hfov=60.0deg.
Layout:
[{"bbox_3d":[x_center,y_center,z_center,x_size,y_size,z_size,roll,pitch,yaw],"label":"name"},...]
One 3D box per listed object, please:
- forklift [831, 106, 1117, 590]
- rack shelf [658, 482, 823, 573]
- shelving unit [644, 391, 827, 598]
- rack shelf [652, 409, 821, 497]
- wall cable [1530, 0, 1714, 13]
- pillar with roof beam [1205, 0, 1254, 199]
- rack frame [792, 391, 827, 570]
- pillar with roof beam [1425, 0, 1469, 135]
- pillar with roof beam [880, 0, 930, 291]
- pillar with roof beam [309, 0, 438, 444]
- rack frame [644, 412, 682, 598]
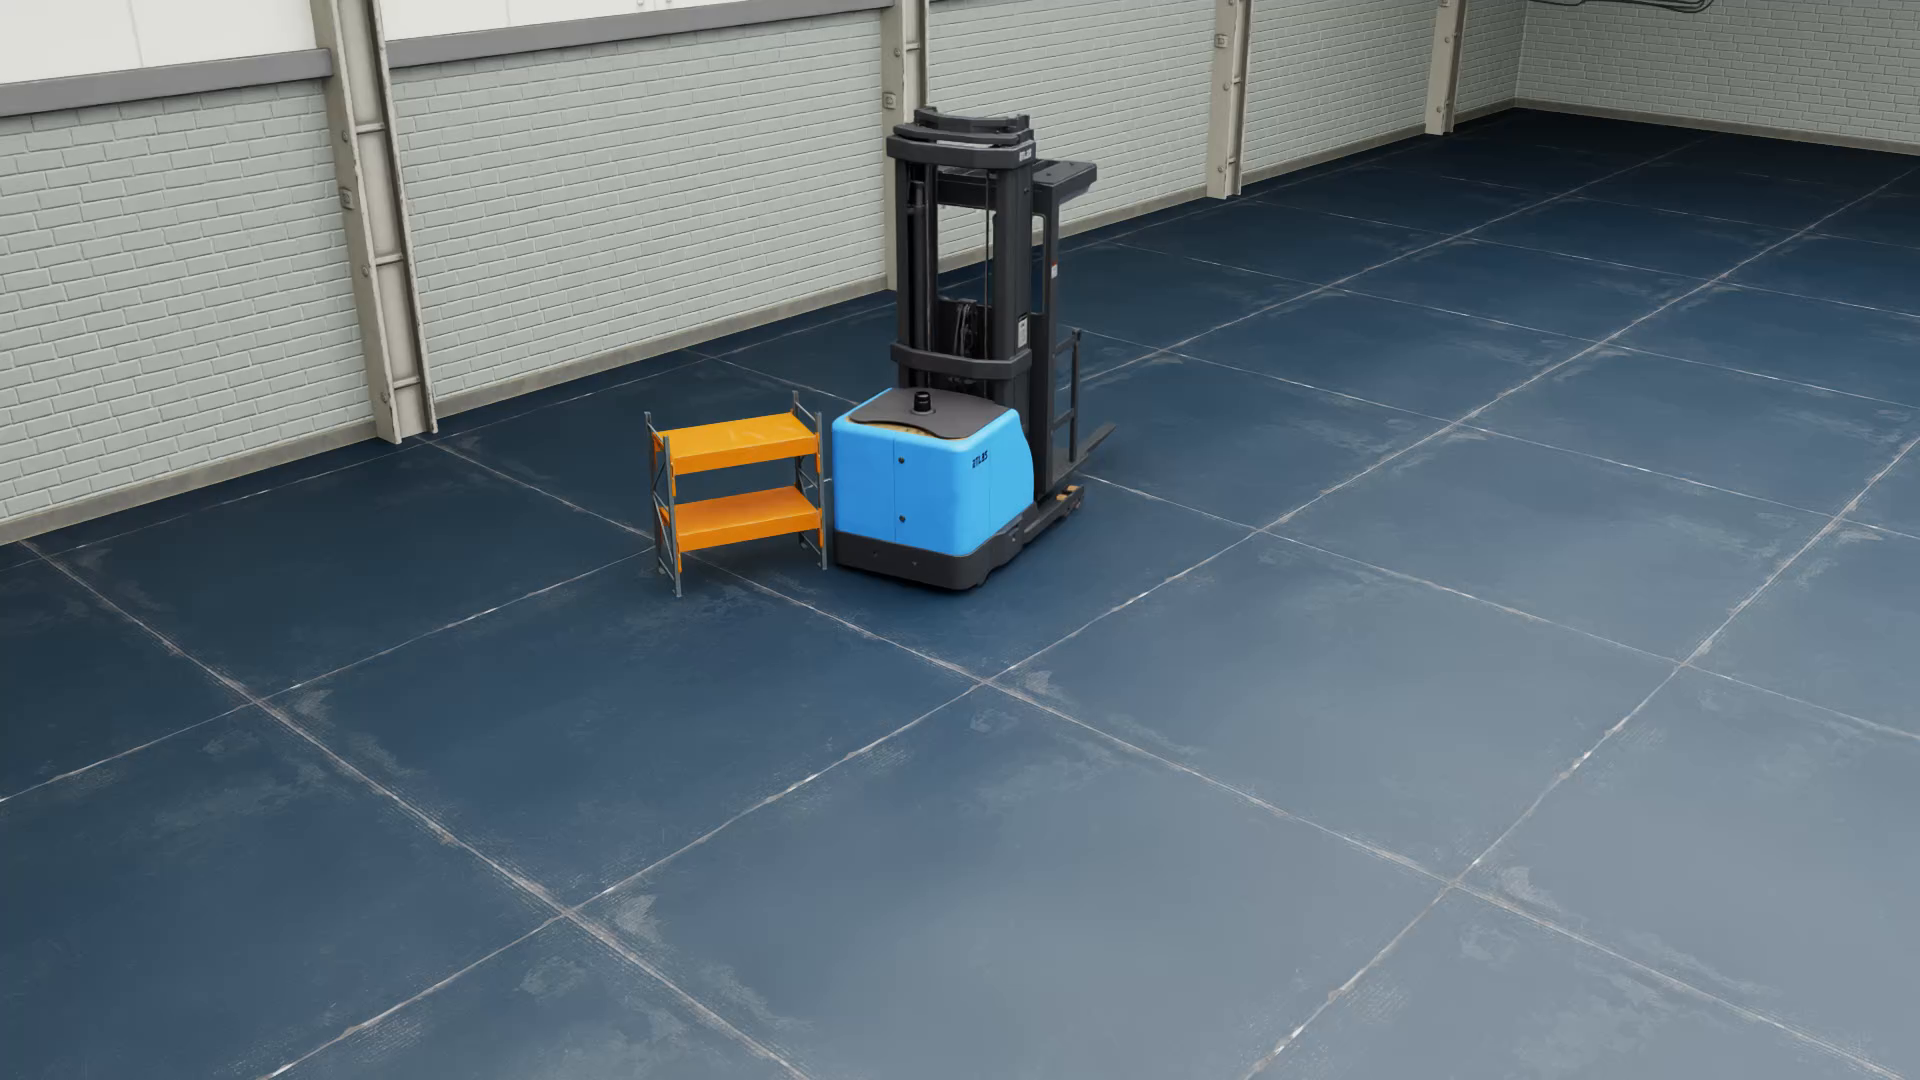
[{"bbox_3d":[0.264,-1.580,11.692,1.130,2.935,3.031,12,27,25],"label":"forklift"},{"bbox_3d":[-1.483,-0.094,11.182,1.000,0.278,0.538,-11,26,-22],"label":"rack shelf"},{"bbox_3d":[-1.483,-0.317,11.082,1.048,1.125,0.538,-11,26,-22],"label":"shelving unit"},{"bbox_3d":[-1.483,-0.584,10.962,1.000,0.278,0.538,-11,26,-22],"label":"rack shelf"},{"bbox_3d":[10.408,-9.589,25.932,3.097,2.526,0.112,20,31,38],"label":"wall cable"},{"bbox_3d":[6.658,-7.465,17.401,9.100,9.000,0.400,20,31,38],"label":"pillar with roof beam"},{"bbox_3d":[-1.020,-0.403,11.274,0.032,1.125,0.500,-11,26,-22],"label":"rack frame"},{"bbox_3d":[10.663,-9.293,21.478,9.100,9.000,0.400,20,31,38],"label":"pillar with roof beam"},{"bbox_3d":[2.654,-5.637,13.324,9.100,9.000,0.400,20,31,38],"label":"pillar with roof beam"},{"bbox_3d":[-1.351,-3.809,9.247,9.100,9.000,0.400,20,31,38],"label":"pillar with roof beam"},{"bbox_3d":[-1.946,-0.231,10.890,0.032,1.125,0.500,-11,26,-22],"label":"rack frame"}]
